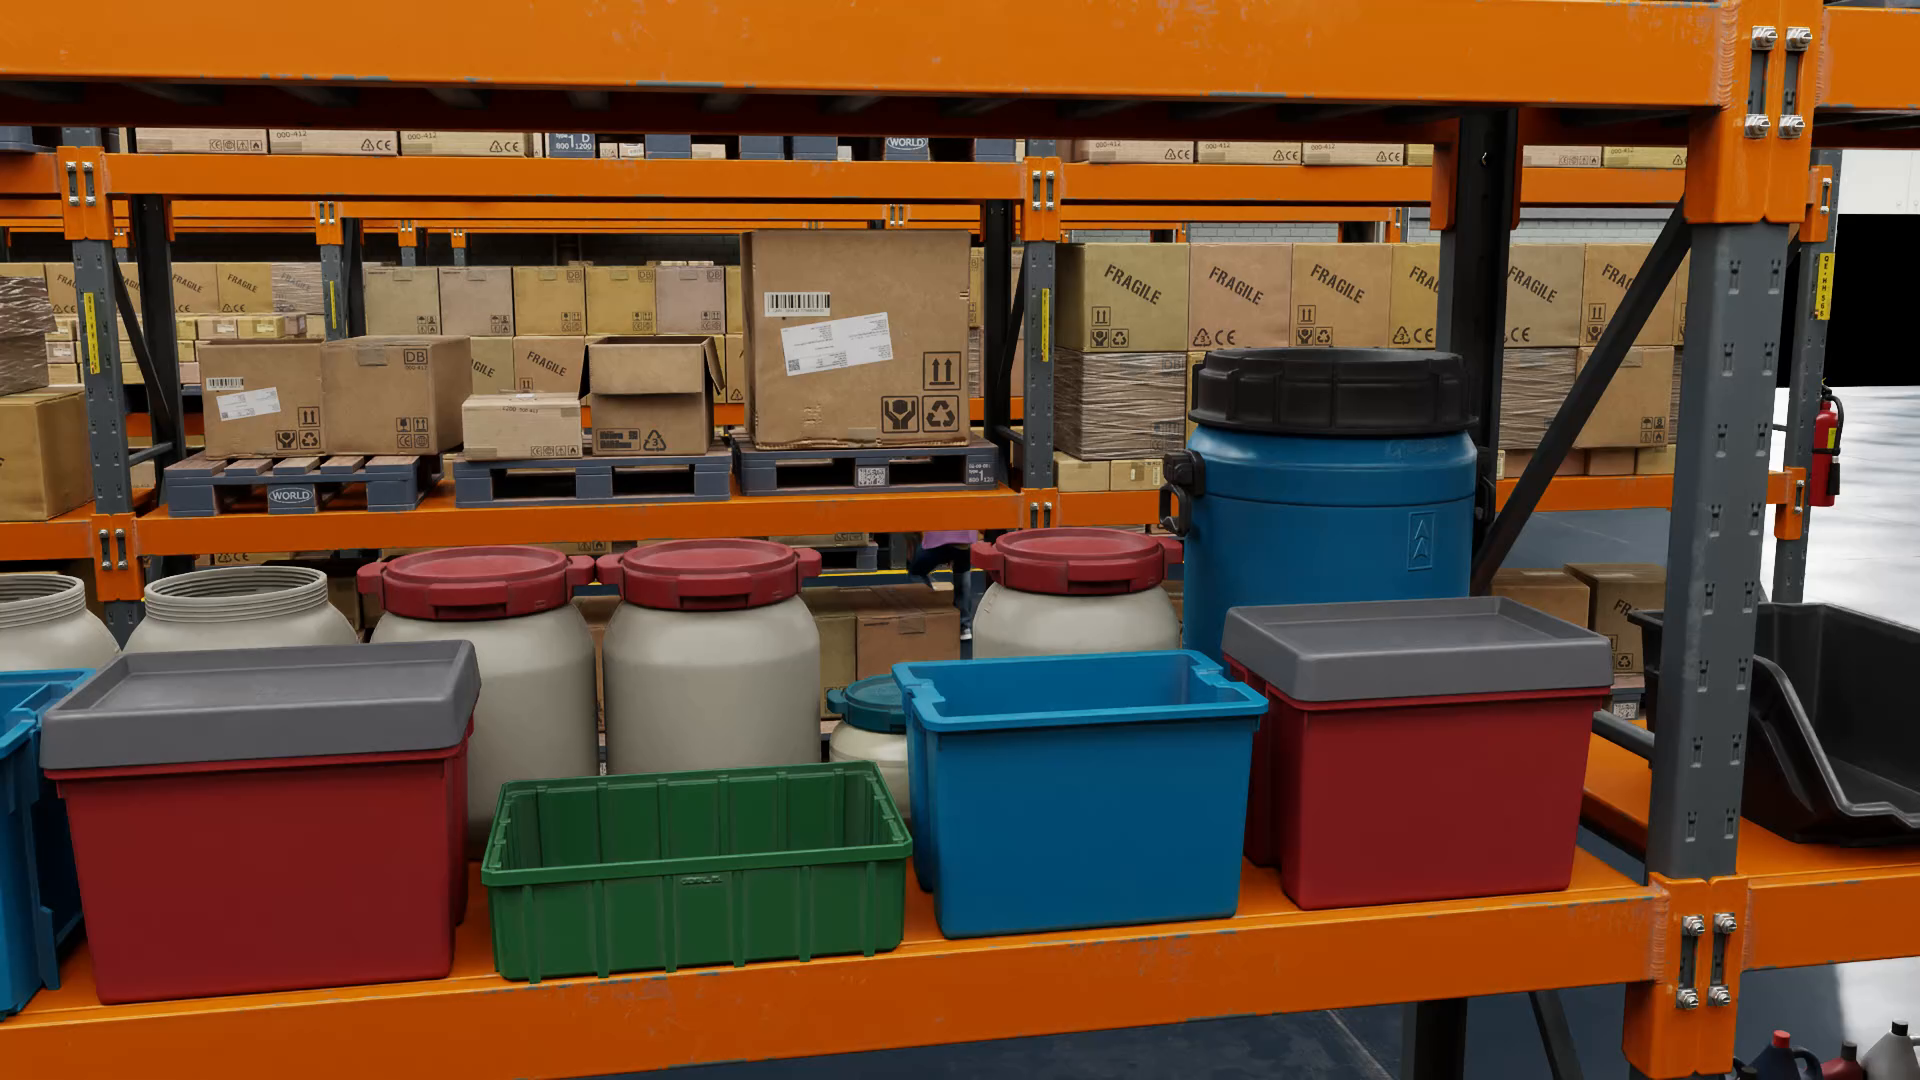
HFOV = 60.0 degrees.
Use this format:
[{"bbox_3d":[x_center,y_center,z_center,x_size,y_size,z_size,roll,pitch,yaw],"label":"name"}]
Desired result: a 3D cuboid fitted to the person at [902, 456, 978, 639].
[{"bbox_3d":[-0.133,0.030,10.428,0.461,1.199,0.701,-2,10,-11],"label":"person"}]
